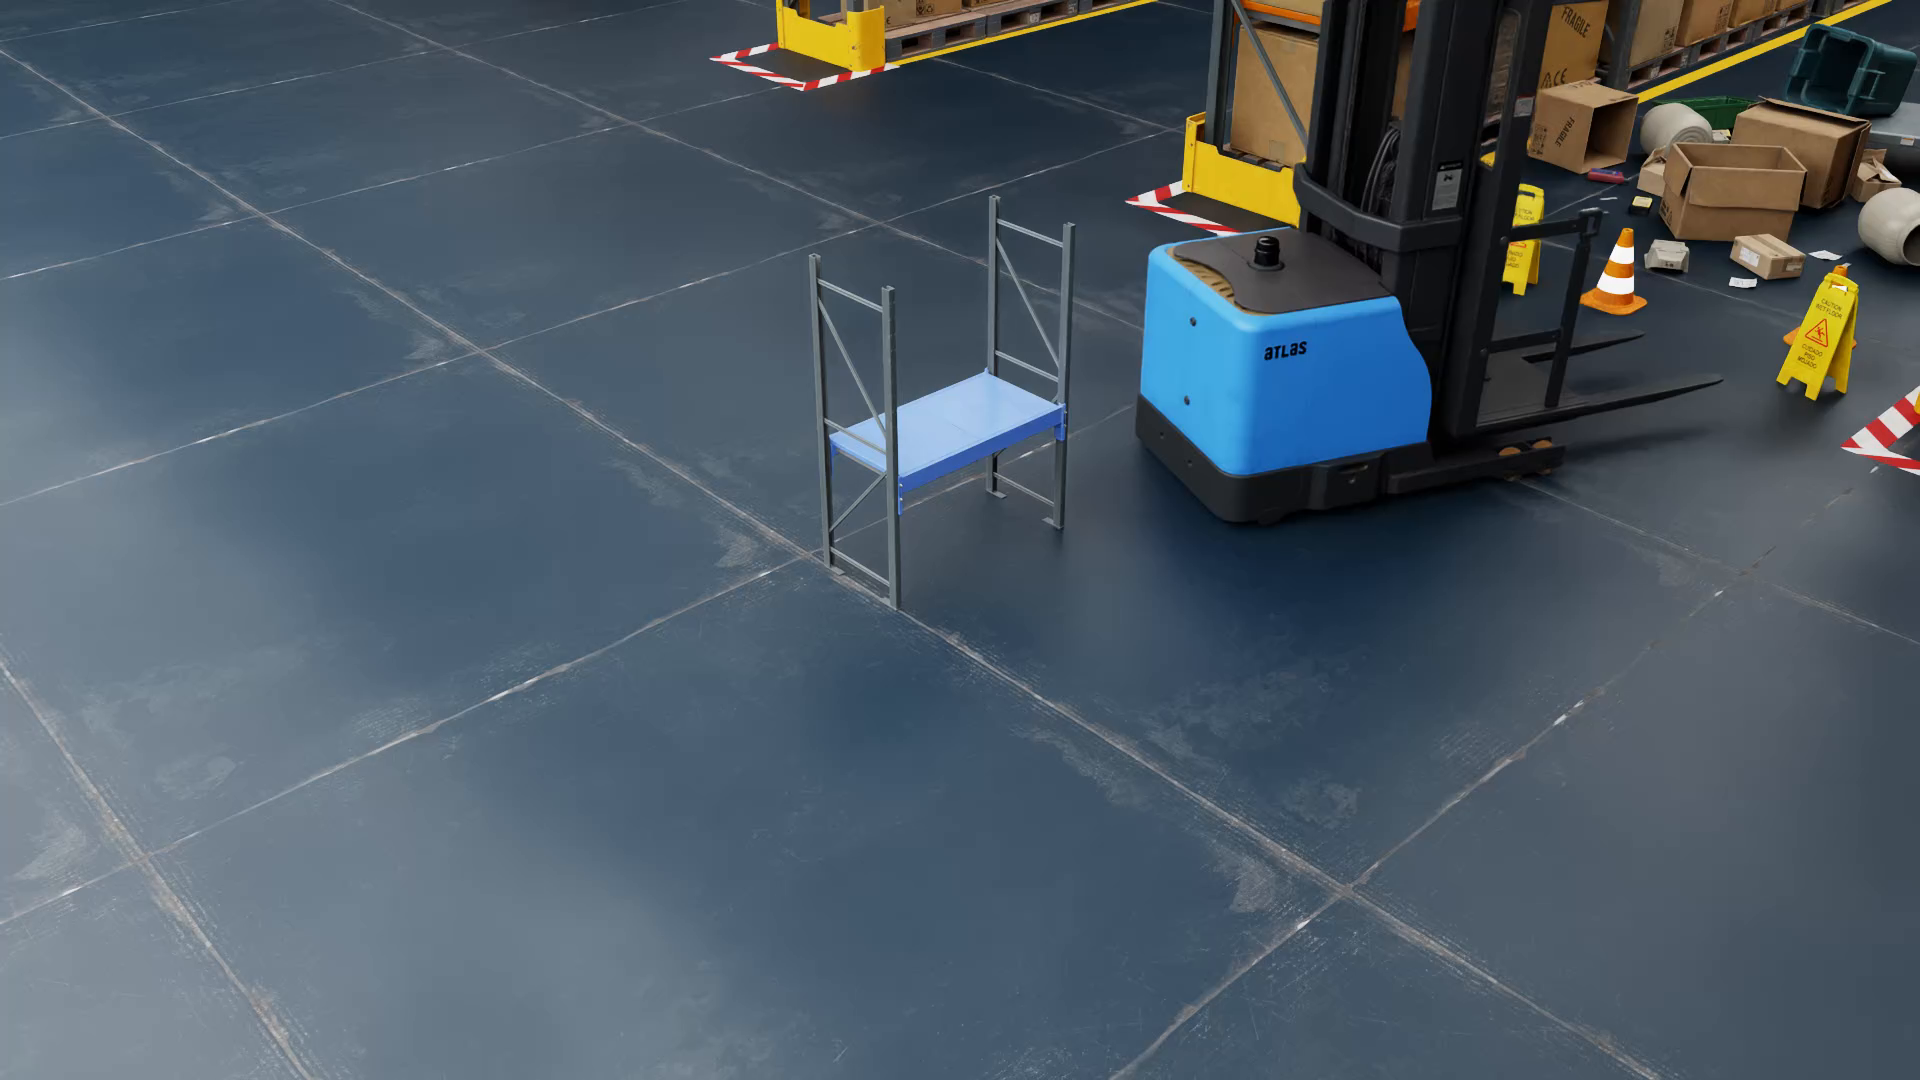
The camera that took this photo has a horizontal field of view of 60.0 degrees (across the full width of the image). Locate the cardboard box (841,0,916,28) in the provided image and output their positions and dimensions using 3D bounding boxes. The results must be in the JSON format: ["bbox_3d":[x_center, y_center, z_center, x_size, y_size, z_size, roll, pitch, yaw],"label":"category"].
[{"bbox_3d":[-0.734,-4.895,14.873,0.500,0.500,0.500,-18,36,-27],"label":"cardboard box"}]

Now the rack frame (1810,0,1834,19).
[{"bbox_3d":[7.961,-6.472,15.458,0.127,3.000,1.000,-26,40,-35],"label":"rack frame"}]

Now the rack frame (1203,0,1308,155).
[{"bbox_3d":[2.095,-3.634,10.817,0.127,3.000,1.000,-26,40,-35],"label":"rack frame"}]

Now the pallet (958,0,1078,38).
[{"bbox_3d":[0.366,-5.110,15.904,1.213,0.211,1.003,-26,40,-35],"label":"pallet"}]

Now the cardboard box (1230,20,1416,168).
[{"bbox_3d":[2.547,-3.172,11.697,0.875,0.875,0.875,-26,40,-35],"label":"cardboard box"}]

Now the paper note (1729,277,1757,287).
[{"bbox_3d":[4.874,-1.606,10.348,0.148,0.019,0.142,15,34,23],"label":"paper note"}]

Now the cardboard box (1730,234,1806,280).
[{"bbox_3d":[5.122,-1.797,10.547,0.250,0.149,0.380,-7,32,-11],"label":"cardboard box"}]

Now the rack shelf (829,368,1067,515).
[{"bbox_3d":[-0.063,-0.456,7.403,1.000,0.185,0.538,-26,40,-35],"label":"rack shelf"}]

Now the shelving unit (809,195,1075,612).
[{"bbox_3d":[-0.063,-0.610,7.309,1.048,1.500,0.538,-26,40,-35],"label":"shelving unit"}]

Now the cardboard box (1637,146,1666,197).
[{"bbox_3d":[5.020,-2.572,11.702,0.258,0.266,0.396,-19,36,-28],"label":"cardboard box"}]

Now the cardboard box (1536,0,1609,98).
[{"bbox_3d":[4.519,-4.129,13.261,0.875,0.875,0.875,-25,39,-35],"label":"cardboard box"}]

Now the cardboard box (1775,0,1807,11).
[{"bbox_3d":[7.453,-5.509,15.638,0.750,0.750,1.050,-26,40,-36],"label":"cardboard box"}]

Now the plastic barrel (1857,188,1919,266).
[{"bbox_3d":[6.020,-1.989,10.597,0.421,0.421,0.512,-1,31,-2],"label":"plastic barrel"}]

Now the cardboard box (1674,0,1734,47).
[{"bbox_3d":[6.132,-4.867,14.589,0.750,0.750,1.050,-26,40,-35],"label":"cardboard box"}]

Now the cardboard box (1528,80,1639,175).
[{"bbox_3d":[4.587,-3.044,12.247,0.500,0.500,0.500,-19,36,-28],"label":"cardboard box"}]

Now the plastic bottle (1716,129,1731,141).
[{"bbox_3d":[5.851,-3.124,12.800,0.133,0.061,0.283,9,33,15],"label":"plastic bottle"}]

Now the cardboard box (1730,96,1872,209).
[{"bbox_3d":[5.781,-2.695,11.546,0.503,0.637,0.797,-26,40,-35],"label":"cardboard box"}]

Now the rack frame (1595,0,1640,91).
[{"bbox_3d":[5.028,-5.053,13.138,0.127,3.000,1.000,-26,40,-35],"label":"rack frame"}]

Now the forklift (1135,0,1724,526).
[{"bbox_3d":[2.466,-1.788,7.865,3.031,2.935,1.130,-11,33,-17],"label":"forklift"}]

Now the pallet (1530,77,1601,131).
[{"bbox_3d":[4.417,-3.623,13.473,1.213,0.211,1.003,-26,40,-35],"label":"pallet"}]

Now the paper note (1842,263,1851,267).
[{"bbox_3d":[5.639,-1.746,10.596,0.123,0.001,0.032,-26,40,-35],"label":"paper note"}]

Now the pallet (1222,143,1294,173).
[{"bbox_3d":[2.628,-2.758,12.058,1.213,0.211,1.003,-26,40,-35],"label":"pallet"}]

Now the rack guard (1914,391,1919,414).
[{"bbox_3d":[5.590,-0.737,8.476,0.348,0.500,1.175,-26,40,-35],"label":"rack guard"}]

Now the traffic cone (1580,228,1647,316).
[{"bbox_3d":[3.969,-1.644,9.995,0.334,0.463,0.336,-26,40,-35],"label":"traffic cone"}]

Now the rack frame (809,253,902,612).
[{"bbox_3d":[-0.435,-0.429,7.014,0.032,1.500,0.500,-26,40,-35],"label":"rack frame"}]

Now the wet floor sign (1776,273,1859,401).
[{"bbox_3d":[4.668,-1.114,8.953,0.232,0.644,0.267,-12,34,-19],"label":"wet floor sign"}]

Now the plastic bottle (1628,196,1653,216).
[{"bbox_3d":[4.705,-2.319,11.483,0.133,0.061,0.283,15,34,23],"label":"plastic bottle"}]

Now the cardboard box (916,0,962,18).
[{"bbox_3d":[-0.319,-5.120,15.241,0.500,0.500,0.500,-15,35,-23],"label":"cardboard box"}]

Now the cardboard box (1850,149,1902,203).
[{"bbox_3d":[6.411,-2.561,11.683,0.258,0.266,0.396,4,32,6],"label":"cardboard box"}]

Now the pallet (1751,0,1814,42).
[{"bbox_3d":[7.332,-5.031,15.775,1.213,0.211,1.003,-26,40,-35],"label":"pallet"}]

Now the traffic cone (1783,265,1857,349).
[{"bbox_3d":[4.973,-1.340,9.498,0.334,0.463,0.336,-26,40,-35],"label":"traffic cone"}]

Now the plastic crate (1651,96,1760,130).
[{"bbox_3d":[5.791,-3.315,12.936,0.662,0.188,0.450,-7,22,-11],"label":"plastic crate"}]

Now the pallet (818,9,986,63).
[{"bbox_3d":[-0.528,-4.679,15.200,1.213,0.211,1.003,-26,40,-35],"label":"pallet"}]

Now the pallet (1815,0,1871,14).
[{"bbox_3d":[8.535,-5.559,16.638,1.213,0.211,1.003,-26,40,-35],"label":"pallet"}]

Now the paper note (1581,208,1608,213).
[{"bbox_3d":[4.368,-2.258,11.416,0.142,0.017,0.144,-12,34,-19],"label":"paper note"}]

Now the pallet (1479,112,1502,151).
[{"bbox_3d":[3.522,-3.188,12.762,1.213,0.211,1.003,-26,40,-35],"label":"pallet"}]

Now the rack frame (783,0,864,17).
[{"bbox_3d":[-1.204,-5.567,13.979,0.127,3.000,1.000,-26,40,-35],"label":"rack frame"}]

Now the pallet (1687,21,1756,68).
[{"bbox_3d":[6.437,-4.601,15.071,1.213,0.211,1.003,-26,40,-35],"label":"pallet"}]

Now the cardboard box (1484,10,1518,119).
[{"bbox_3d":[3.861,-3.808,12.736,0.875,0.875,0.875,-25,40,-35],"label":"cardboard box"}]

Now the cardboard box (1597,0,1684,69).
[{"bbox_3d":[5.422,-4.527,14.031,0.750,0.750,1.050,-26,40,-36],"label":"cardboard box"}]

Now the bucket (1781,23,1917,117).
[{"bbox_3d":[6.496,-3.374,12.074,0.620,0.611,0.726,-3,30,-25],"label":"bucket"}]

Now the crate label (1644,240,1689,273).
[{"bbox_3d":[4.503,-1.807,10.575,0.250,0.136,0.298,9,33,15],"label":"crate label"}]

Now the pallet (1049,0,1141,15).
[{"bbox_3d":[1.261,-5.545,16.615,1.213,0.211,1.003,-26,40,-35],"label":"pallet"}]

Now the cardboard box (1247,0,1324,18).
[{"bbox_3d":[2.336,-3.847,11.022,0.550,0.550,0.875,-26,40,-35],"label":"cardboard box"}]

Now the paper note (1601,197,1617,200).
[{"bbox_3d":[4.546,-2.392,11.652,0.123,0.001,0.032,-7,32,-11],"label":"paper note"}]

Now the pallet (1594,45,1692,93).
[{"bbox_3d":[5.542,-4.166,14.360,1.213,0.211,1.003,-26,40,-35],"label":"pallet"}]

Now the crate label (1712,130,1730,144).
[{"bbox_3d":[5.627,-2.981,12.494,0.298,0.136,0.250,4,32,6],"label":"crate label"}]

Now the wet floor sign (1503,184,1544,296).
[{"bbox_3d":[3.420,-1.862,10.176,0.267,0.644,0.232,22,37,31],"label":"wet floor sign"}]

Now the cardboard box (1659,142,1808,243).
[{"bbox_3d":[5.101,-2.303,11.033,0.797,0.503,0.637,4,32,6],"label":"cardboard box"}]

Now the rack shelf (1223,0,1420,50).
[{"bbox_3d":[3.561,-4.036,12.165,4.000,0.370,1.077,-26,40,-35],"label":"rack shelf"}]

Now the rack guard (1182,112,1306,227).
[{"bbox_3d":[2.077,-2.559,11.456,0.348,0.500,1.175,-26,40,-35],"label":"rack guard"}]

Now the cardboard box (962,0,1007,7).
[{"bbox_3d":[0.153,-5.335,15.593,0.500,0.500,0.500,-22,38,-31],"label":"cardboard box"}]

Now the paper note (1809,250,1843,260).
[{"bbox_3d":[5.599,-1.845,10.749,0.142,0.019,0.148,-12,34,-19],"label":"paper note"}]

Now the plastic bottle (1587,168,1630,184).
[{"bbox_3d":[4.675,-2.616,11.970,0.283,0.061,0.133,15,34,23],"label":"plastic bottle"}]

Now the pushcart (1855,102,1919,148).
[{"bbox_3d":[6.881,-2.931,12.181,1.648,0.377,0.936,15,34,23],"label":"pushcart"}]

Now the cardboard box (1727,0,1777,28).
[{"bbox_3d":[6.814,-5.198,15.129,0.750,0.750,1.050,-25,39,-35],"label":"cardboard box"}]

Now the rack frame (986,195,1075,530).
[{"bbox_3d":[0.310,-0.790,7.604,0.032,1.500,0.500,-26,40,-35],"label":"rack frame"}]

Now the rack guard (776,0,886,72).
[{"bbox_3d":[-1.148,-4.528,14.675,0.348,0.500,1.175,-26,40,-35],"label":"rack guard"}]

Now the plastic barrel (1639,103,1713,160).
[{"bbox_3d":[5.239,-2.964,12.192,0.421,0.421,0.512,-1,31,-2],"label":"plastic barrel"}]
